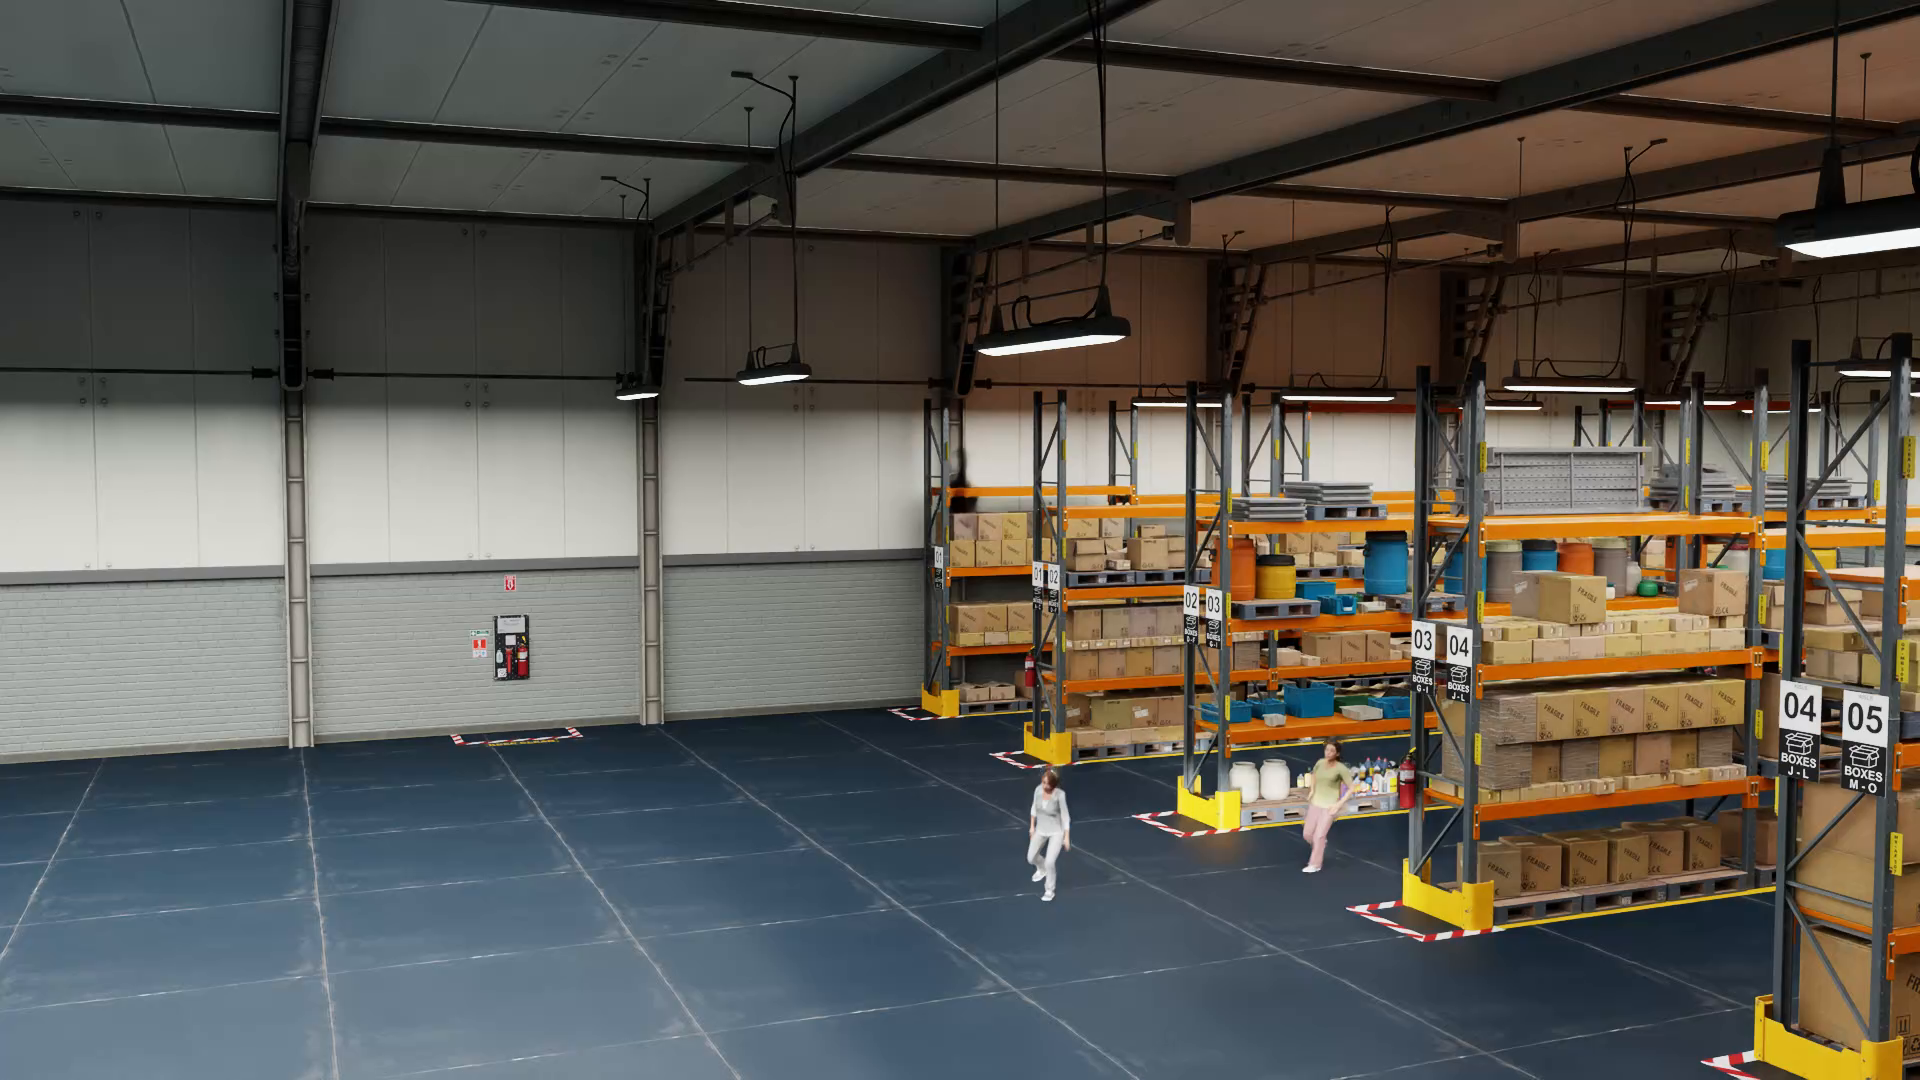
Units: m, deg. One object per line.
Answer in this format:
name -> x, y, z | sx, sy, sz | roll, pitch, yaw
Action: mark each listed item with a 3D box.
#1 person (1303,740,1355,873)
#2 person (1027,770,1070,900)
person -> 4.445, 3.184, 19.940 | 0.651, 1.621, 0.550 | 3, 4, 38
person -> 0.999, 3.317, 18.805 | 0.665, 1.461, 0.675 | 2, 4, 30
